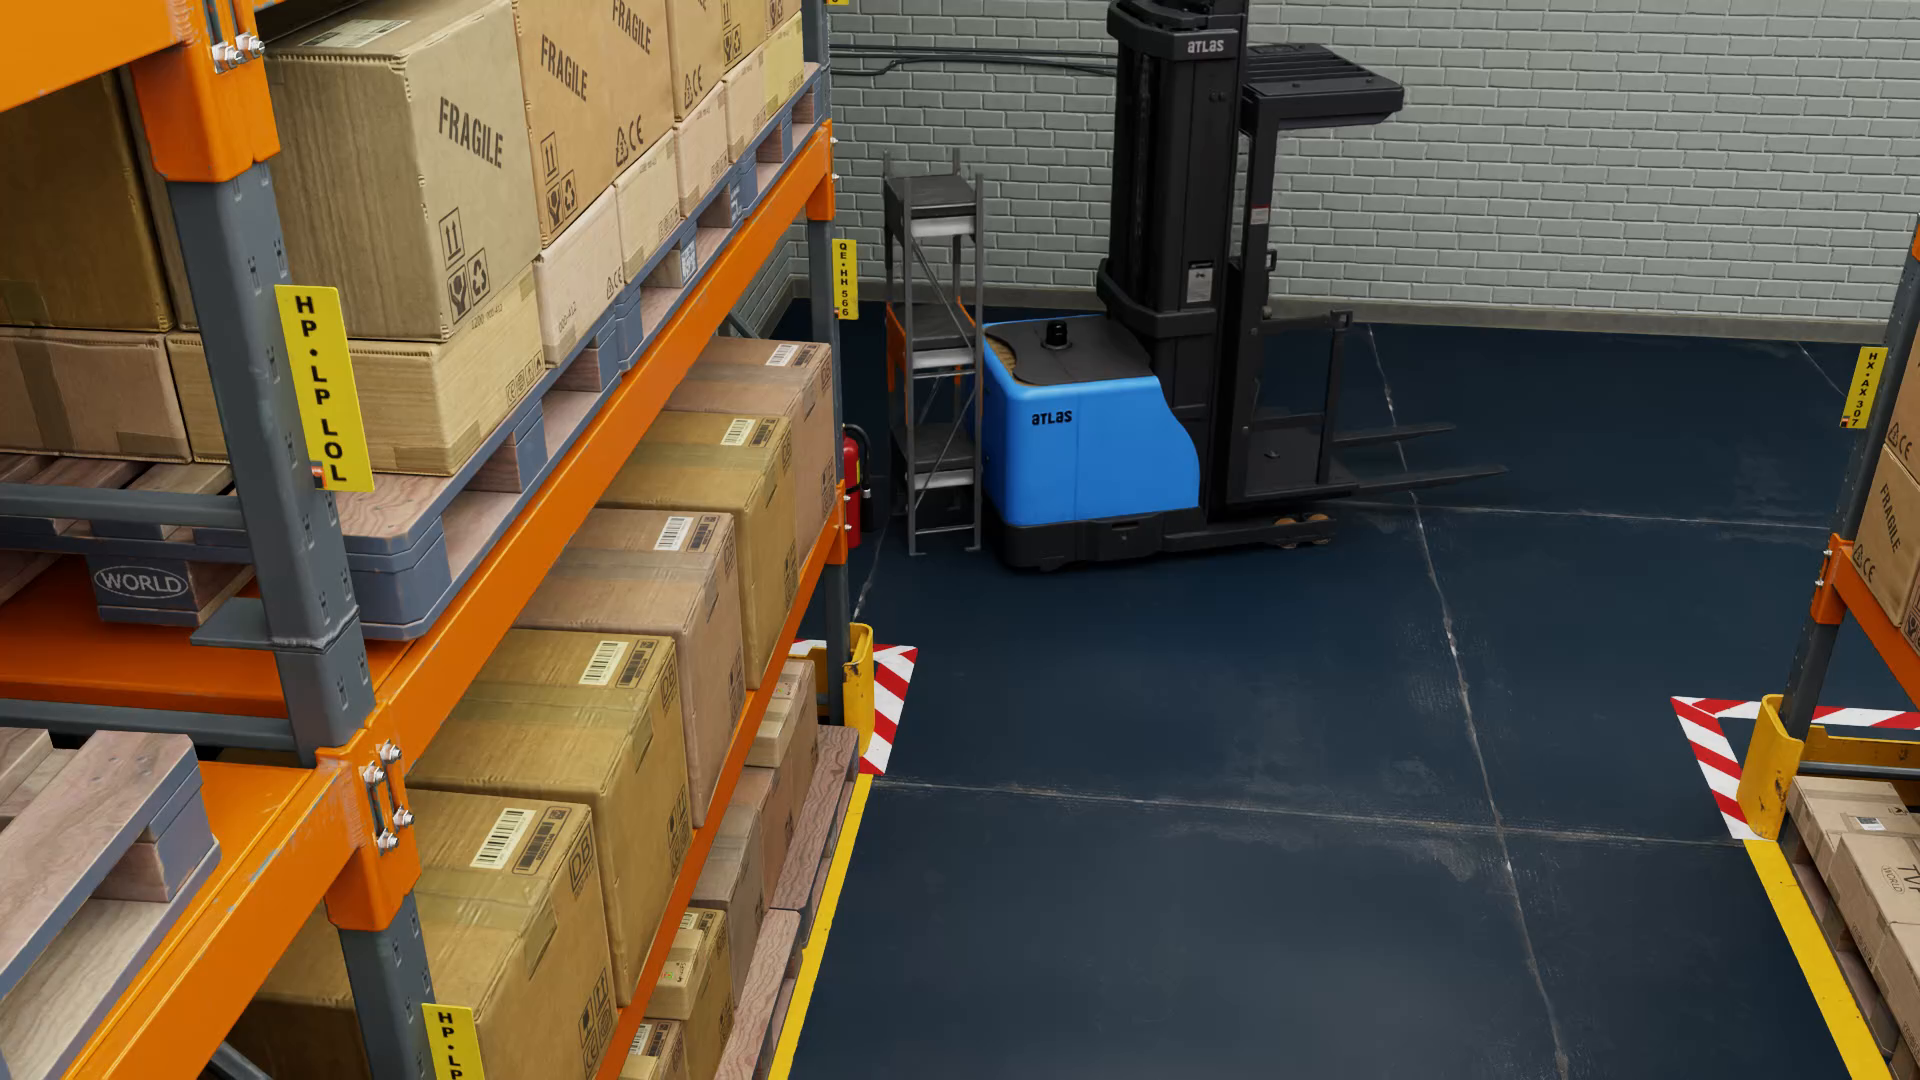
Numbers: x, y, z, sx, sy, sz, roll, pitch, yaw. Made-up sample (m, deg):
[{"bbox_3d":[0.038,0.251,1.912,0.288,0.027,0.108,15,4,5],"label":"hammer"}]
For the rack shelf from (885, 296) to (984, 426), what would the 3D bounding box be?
[{"bbox_3d":[-0.140,-0.957,8.842,0.431,0.518,0.480,-6,29,-12],"label":"rack shelf"}]

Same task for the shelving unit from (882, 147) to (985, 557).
[{"bbox_3d":[-0.140,-0.969,8.835,0.431,2.100,0.503,-6,29,-12],"label":"shelving unit"}]

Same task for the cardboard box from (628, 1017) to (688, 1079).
[{"bbox_3d":[-1.221,1.774,4.988,0.700,0.500,0.500,3,28,6],"label":"cardboard box"}]

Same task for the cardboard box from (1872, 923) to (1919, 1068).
[{"bbox_3d":[3.457,1.571,5.607,0.500,0.250,0.500,3,28,6],"label":"cardboard box"}]

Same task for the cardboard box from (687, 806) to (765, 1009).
[{"bbox_3d":[-1.098,1.281,5.903,0.700,0.500,0.500,2,28,5],"label":"cardboard box"}]

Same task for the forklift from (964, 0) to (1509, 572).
[{"bbox_3d":[1.598,-1.480,8.907,3.031,2.935,1.130,-7,29,-12],"label":"forklift"}]

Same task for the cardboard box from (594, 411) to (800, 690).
[{"bbox_3d":[-1.119,0.009,5.754,0.980,0.700,0.700,3,28,6],"label":"cardboard box"}]

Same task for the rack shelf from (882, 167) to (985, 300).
[{"bbox_3d":[-0.139,-1.574,8.510,0.431,0.518,0.480,-6,29,-12],"label":"rack shelf"}]

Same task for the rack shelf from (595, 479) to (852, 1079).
[{"bbox_3d":[-1.234,0.816,5.332,1.077,0.370,4.000,3,28,6],"label":"rack shelf"}]

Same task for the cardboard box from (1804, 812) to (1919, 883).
[{"bbox_3d":[3.505,1.192,6.398,0.380,0.166,0.250,3,28,6],"label":"cardboard box"}]

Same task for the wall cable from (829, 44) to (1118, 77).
[{"bbox_3d":[0.059,-4.358,11.125,3.097,2.526,0.112,3,28,6],"label":"wall cable"}]

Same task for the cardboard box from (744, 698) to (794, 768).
[{"bbox_3d":[-0.841,0.714,6.270,0.380,0.149,0.250,4,29,8],"label":"cardboard box"}]

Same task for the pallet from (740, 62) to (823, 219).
[{"bbox_3d":[-1.069,-1.374,5.569,1.003,0.211,1.213,3,28,6],"label":"pallet"}]

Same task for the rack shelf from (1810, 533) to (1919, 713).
[{"bbox_3d":[3.683,1.102,4.800,1.077,0.370,4.000,3,28,6],"label":"rack shelf"}]

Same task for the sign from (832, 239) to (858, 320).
[{"bbox_3d":[-0.452,-1.018,6.507,0.100,0.325,0.005,3,28,6],"label":"sign"}]

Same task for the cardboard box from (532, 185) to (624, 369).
[{"bbox_3d":[-1.056,-0.592,3.633,0.500,0.250,0.500,3,28,5],"label":"cardboard box"}]

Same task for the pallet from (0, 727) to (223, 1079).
[{"bbox_3d":[-1.542,0.639,1.941,0.805,0.209,1.217,2,28,4],"label":"pallet"}]

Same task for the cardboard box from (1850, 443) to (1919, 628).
[{"bbox_3d":[3.612,-0.007,5.994,0.500,0.500,0.500,4,29,7],"label":"cardboard box"}]

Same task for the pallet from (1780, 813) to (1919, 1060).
[{"bbox_3d":[3.822,1.483,6.276,1.003,0.211,1.213,3,28,6],"label":"pallet"}]

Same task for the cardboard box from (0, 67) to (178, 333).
[{"bbox_3d":[-1.625,-0.715,3.072,0.500,0.500,0.500,3,28,6],"label":"cardboard box"}]

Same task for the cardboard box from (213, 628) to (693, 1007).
[{"bbox_3d":[-1.301,0.711,4.452,0.980,0.700,0.700,3,28,5],"label":"cardboard box"}]

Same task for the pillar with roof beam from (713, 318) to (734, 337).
[{"bbox_3d":[2.756,-4.154,7.474,9.100,9.000,0.400,3,28,6],"label":"pillar with roof beam"}]

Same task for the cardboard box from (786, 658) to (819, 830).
[{"bbox_3d":[-0.975,0.809,6.779,0.700,0.500,0.500,3,28,6],"label":"cardboard box"}]

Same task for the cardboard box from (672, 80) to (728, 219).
[{"bbox_3d":[-0.937,-1.075,4.531,0.500,0.250,0.500,3,28,5],"label":"cardboard box"}]

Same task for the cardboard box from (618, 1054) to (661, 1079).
[{"bbox_3d":[-1.062,1.574,4.675,0.380,0.149,0.250,4,29,8],"label":"cardboard box"}]

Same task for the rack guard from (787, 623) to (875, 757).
[{"bbox_3d":[-0.986,0.647,7.522,1.175,0.500,0.348,3,28,6],"label":"rack guard"}]

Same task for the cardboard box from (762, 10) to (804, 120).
[{"bbox_3d":[-0.815,-1.566,5.441,0.500,0.250,0.500,4,29,8],"label":"cardboard box"}]

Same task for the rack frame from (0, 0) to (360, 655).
[{"bbox_3d":[-1.479,-1.201,1.991,1.000,3.000,0.127,3,28,6],"label":"rack frame"}]

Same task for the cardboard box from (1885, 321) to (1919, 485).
[{"bbox_3d":[3.612,-0.447,5.757,0.500,0.500,0.500,4,29,8],"label":"cardboard box"}]

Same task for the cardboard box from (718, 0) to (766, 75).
[{"bbox_3d":[-0.880,-1.661,4.826,0.500,0.500,0.500,4,29,8],"label":"cardboard box"}]

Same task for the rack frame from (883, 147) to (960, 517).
[{"bbox_3d":[-0.197,-1.082,9.044,0.400,2.100,0.015,-6,29,-12],"label":"rack frame"}]

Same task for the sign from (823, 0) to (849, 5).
[{"bbox_3d":[-0.452,-2.080,5.935,0.100,0.325,0.005,3,28,6],"label":"sign"}]

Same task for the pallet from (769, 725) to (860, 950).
[{"bbox_3d":[-1.009,1.166,6.863,1.003,0.211,1.213,3,28,6],"label":"pallet"}]

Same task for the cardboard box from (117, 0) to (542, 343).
[{"bbox_3d":[-1.113,-0.692,3.029,0.500,0.500,0.500,3,28,6],"label":"cardboard box"}]

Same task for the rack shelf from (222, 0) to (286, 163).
[{"bbox_3d":[-1.234,-1.649,4.004,1.077,0.370,4.000,3,28,6],"label":"rack shelf"}]

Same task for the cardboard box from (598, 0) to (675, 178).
[{"bbox_3d":[-1.001,-1.167,3.911,0.500,0.500,0.500,4,29,7],"label":"cardboard box"}]

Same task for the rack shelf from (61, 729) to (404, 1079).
[{"bbox_3d":[-1.724,1.378,1.125,1.077,0.370,4.000,3,28,6],"label":"rack shelf"}]

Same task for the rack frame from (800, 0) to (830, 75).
[{"bbox_3d":[-0.989,-3.083,5.486,1.000,3.000,0.127,3,28,6],"label":"rack frame"}]
